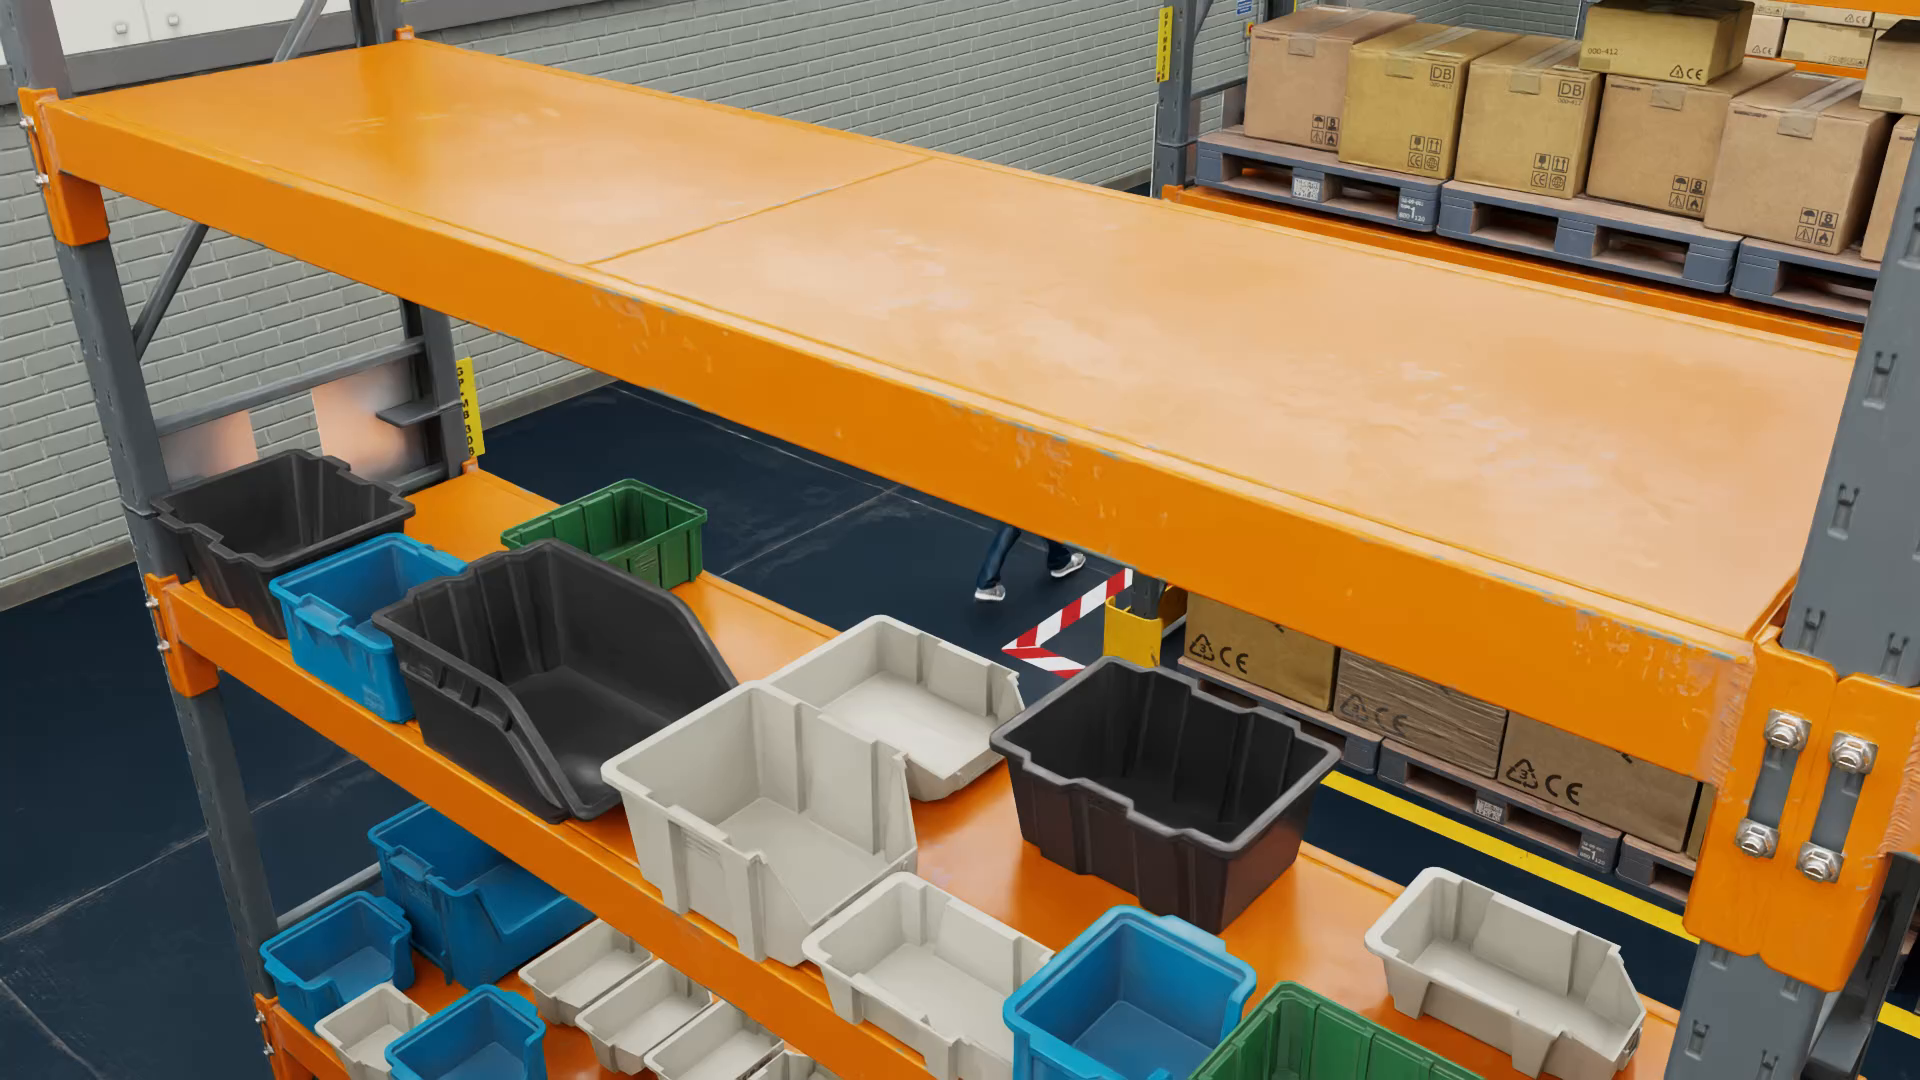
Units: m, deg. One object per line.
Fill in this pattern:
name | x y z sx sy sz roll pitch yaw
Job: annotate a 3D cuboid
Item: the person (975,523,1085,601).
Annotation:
person | 0.423 -0.387 9.766 0.442 1.547 0.955 19 33 32
